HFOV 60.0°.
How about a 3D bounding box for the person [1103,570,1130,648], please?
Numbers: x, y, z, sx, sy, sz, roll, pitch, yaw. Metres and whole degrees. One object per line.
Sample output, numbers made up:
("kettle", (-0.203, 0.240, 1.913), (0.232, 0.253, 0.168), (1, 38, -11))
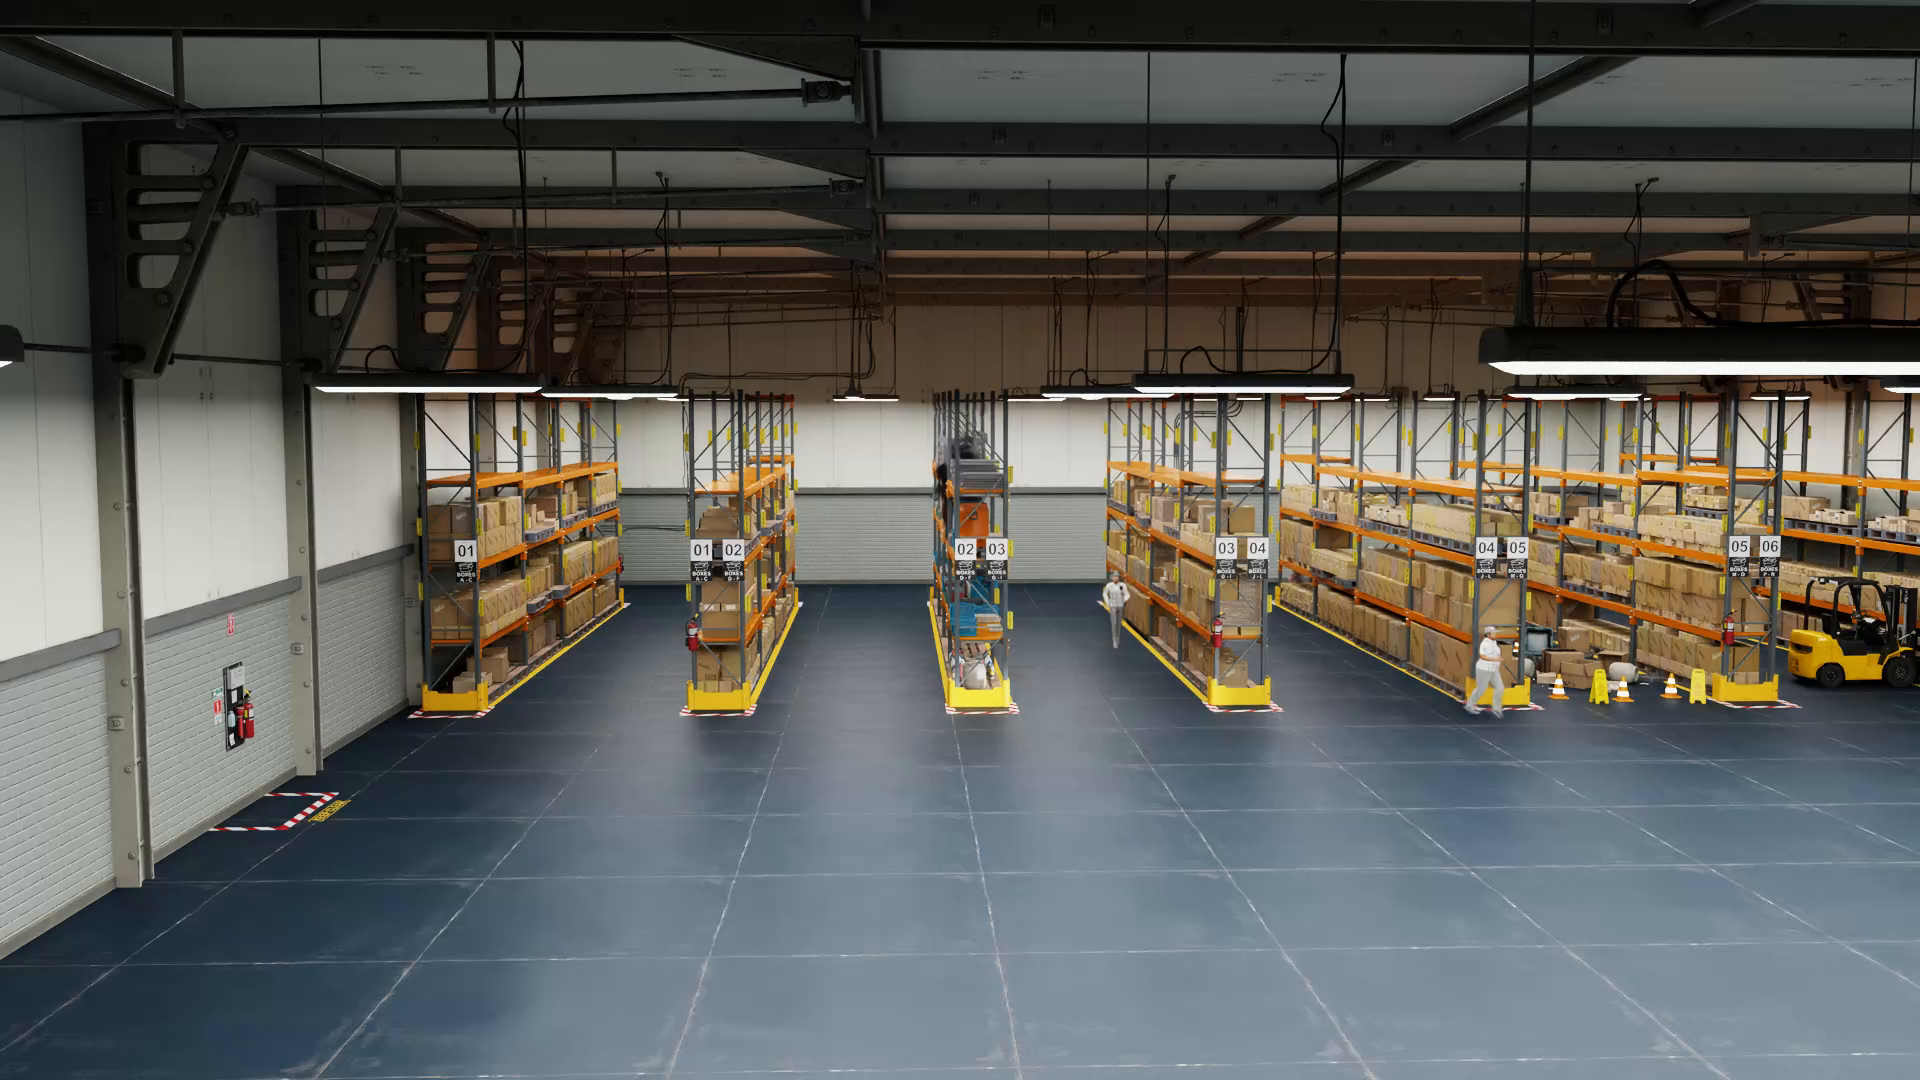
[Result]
("person", (3.529, 1.529, 37.414), (0.608, 1.720, 0.753), (0, 5, 1))

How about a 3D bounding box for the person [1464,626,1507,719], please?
("person", (9.623, 2.399, 30.413), (0.765, 1.668, 0.591), (5, 7, 45))

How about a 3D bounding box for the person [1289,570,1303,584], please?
("person", (9.916, 0.896, 48.899), (0.868, 1.706, 0.568), (-1, 5, -6))

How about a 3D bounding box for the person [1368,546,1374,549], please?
("person", (11.289, 1.068, 45.705), (0.660, 1.791, 0.983), (0, 5, -2))
